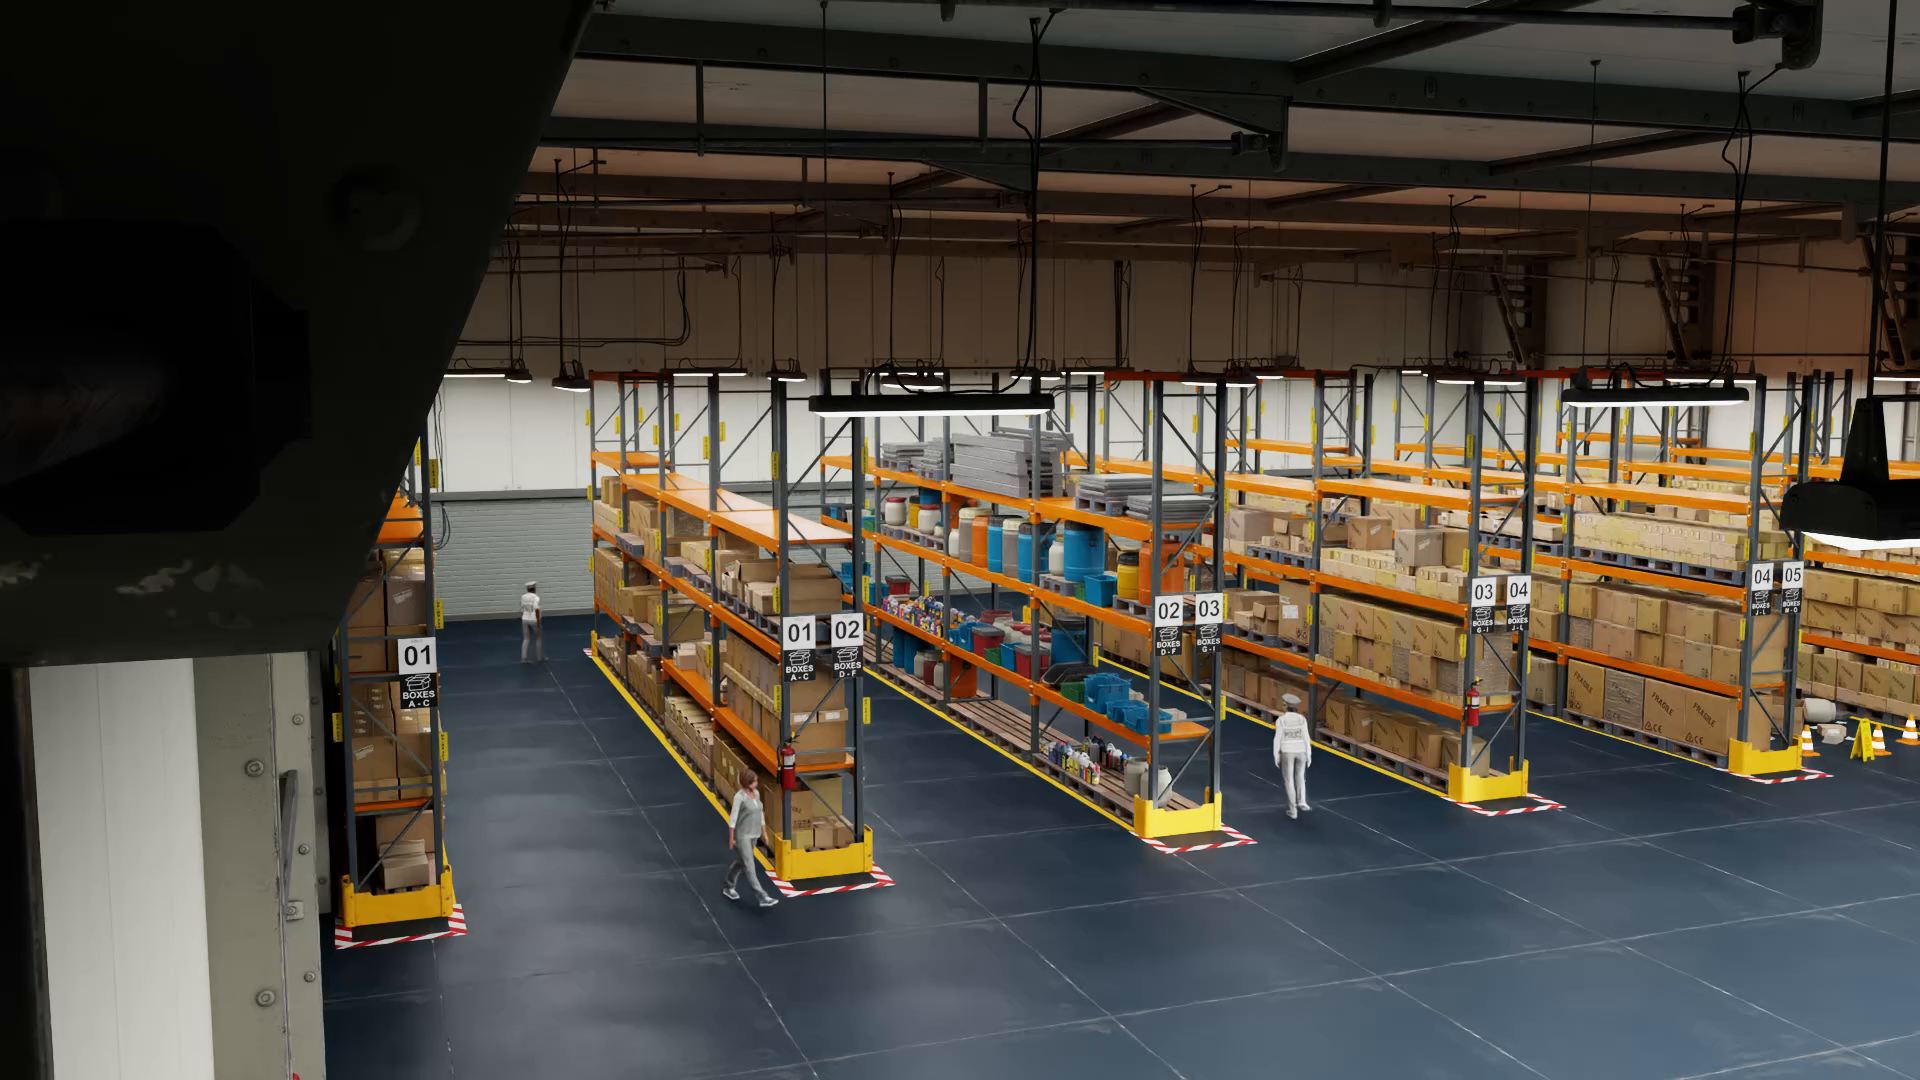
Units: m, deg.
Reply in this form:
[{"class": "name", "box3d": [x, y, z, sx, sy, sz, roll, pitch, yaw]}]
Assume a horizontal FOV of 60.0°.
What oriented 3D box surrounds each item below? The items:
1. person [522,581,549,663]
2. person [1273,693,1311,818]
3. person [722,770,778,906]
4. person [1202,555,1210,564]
[{"class": "person", "box3d": [-8.787, 1.692, 34.212, 0.482, 1.669, 0.648, 3, 7, 22]}, {"class": "person", "box3d": [4.544, 2.949, 22.796, 0.514, 1.674, 0.432, 0, 6, -4]}, {"class": "person", "box3d": [-2.393, 3.416, 19.118, 0.937, 1.549, 0.456, 3, 7, 27]}, {"class": "person", "box3d": [5.682, 1.158, 38.693, 0.410, 1.805, 0.576, 6, 8, 41]}]
